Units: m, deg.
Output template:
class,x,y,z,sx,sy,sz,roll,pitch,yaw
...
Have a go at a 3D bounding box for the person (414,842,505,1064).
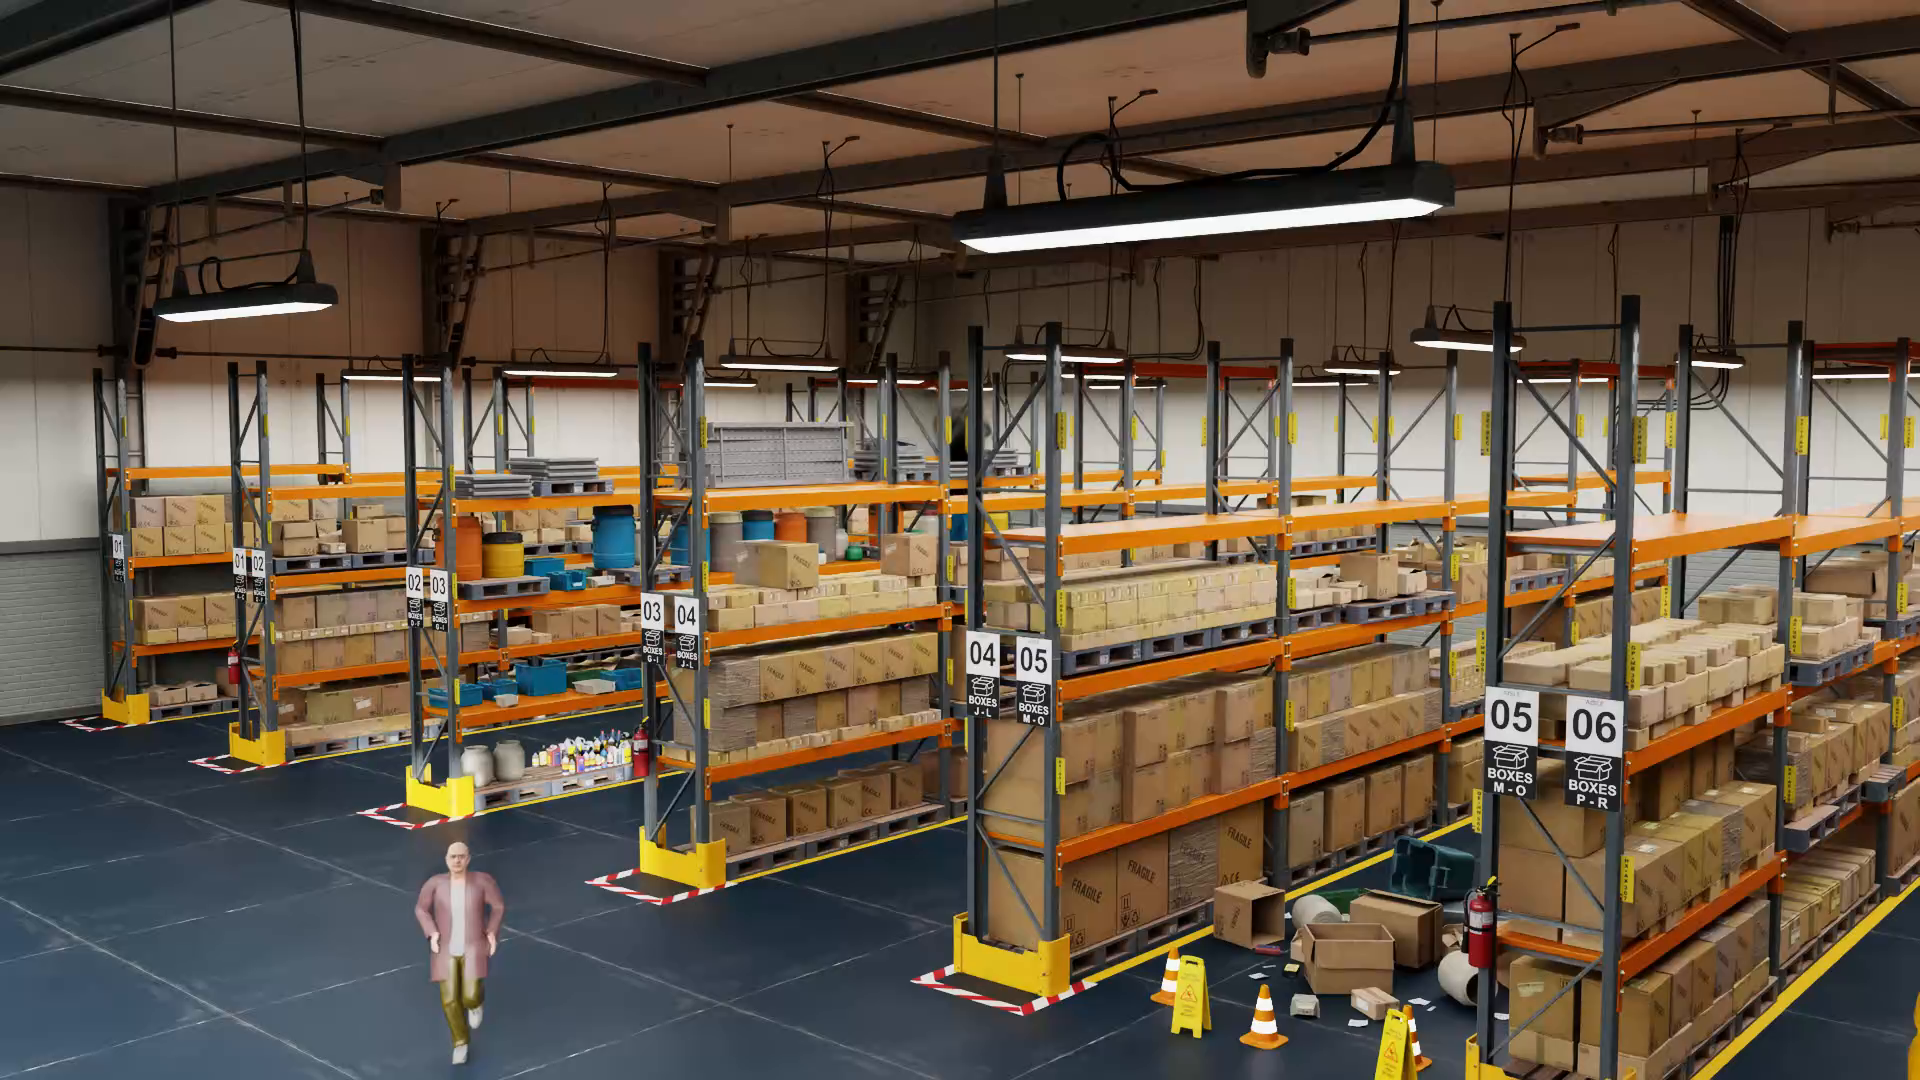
class,x,y,z,sx,sy,sz,roll,pitch,yaw
person,-4.079,3.313,13.532,0.696,1.739,0.653,-1,4,-11
